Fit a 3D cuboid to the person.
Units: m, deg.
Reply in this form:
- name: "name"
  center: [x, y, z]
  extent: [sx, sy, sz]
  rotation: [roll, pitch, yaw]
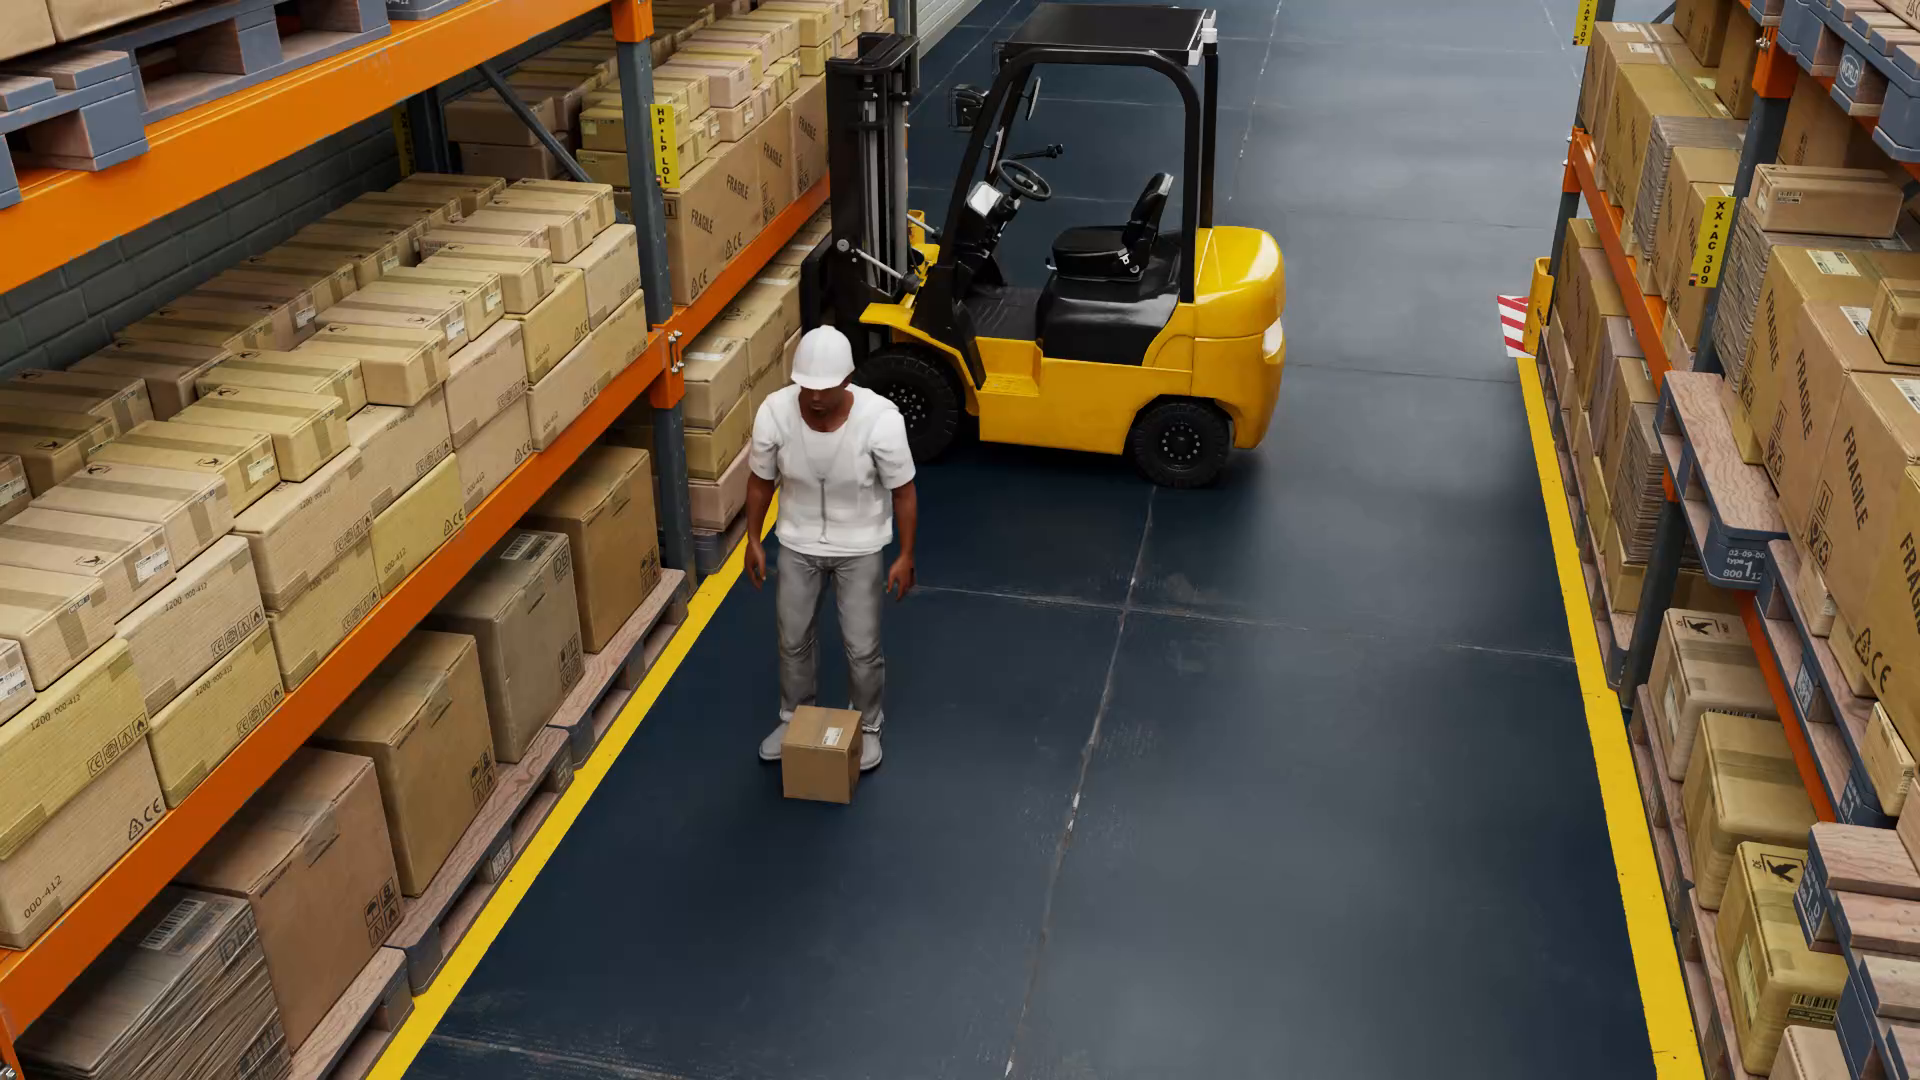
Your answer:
- name: "person"
  center: [-0.474, 0.033, 6.044]
  extent: [0.636, 1.761, 0.460]
  rotation: [5, 29, 9]
